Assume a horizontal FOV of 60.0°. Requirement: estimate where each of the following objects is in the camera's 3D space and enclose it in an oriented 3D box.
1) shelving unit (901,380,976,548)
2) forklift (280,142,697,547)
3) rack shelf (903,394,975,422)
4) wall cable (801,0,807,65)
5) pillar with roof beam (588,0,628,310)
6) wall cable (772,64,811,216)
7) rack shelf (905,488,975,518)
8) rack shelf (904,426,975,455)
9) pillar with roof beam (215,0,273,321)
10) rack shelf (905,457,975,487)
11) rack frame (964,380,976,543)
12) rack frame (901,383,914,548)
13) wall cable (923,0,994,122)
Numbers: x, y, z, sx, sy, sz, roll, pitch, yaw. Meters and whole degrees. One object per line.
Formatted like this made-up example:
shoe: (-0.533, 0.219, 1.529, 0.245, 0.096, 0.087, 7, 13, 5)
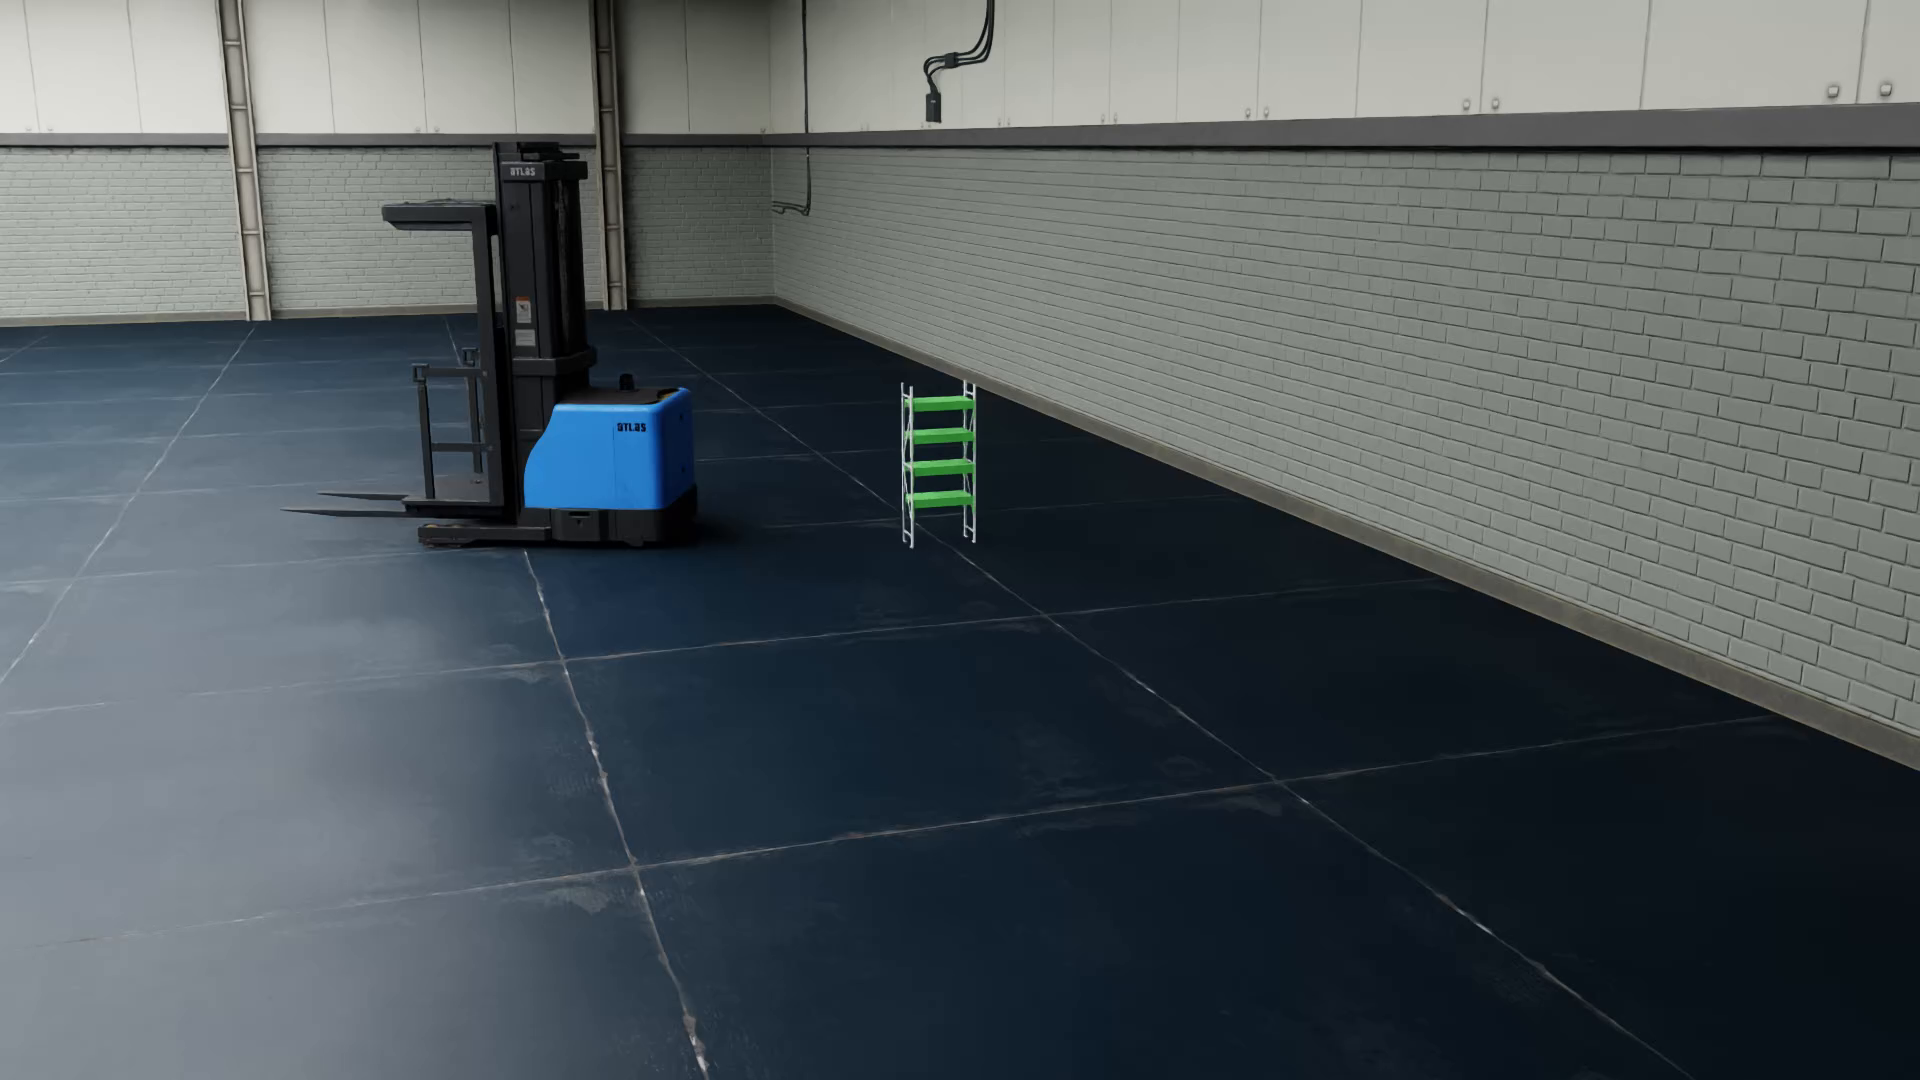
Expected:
shelving unit: (-0.157, -0.572, 12.399, 0.503, 1.200, 0.258, -4, 14, -18)
forklift: (-3.620, -1.491, 12.524, 3.031, 2.935, 1.130, 1, 13, 4)
rack shelf: (-0.157, -0.976, 12.303, 0.480, 0.148, 0.258, -4, 14, -18)
wall cable: (-2.187, -8.856, 26.172, 0.112, 2.526, 3.097, -4, 14, -18)
pillar with roof beam: (-4.891, -7.632, 25.227, 0.400, 9.000, 9.100, -4, 14, -18)
wall cable: (-3.050, -6.993, 29.251, 0.112, 2.526, 3.097, -4, 14, -18)
rack shelf: (-0.157, -0.276, 12.470, 0.480, 0.148, 0.258, -4, 14, -18)
rack shelf: (-0.157, -0.743, 12.358, 0.480, 0.148, 0.258, -4, 14, -18)
pillar with roof beam: (-10.578, -7.189, 23.366, 0.400, 9.000, 9.100, -4, 14, -18)
rack shelf: (-0.157, -0.509, 12.414, 0.480, 0.148, 0.258, -4, 14, -18)
rack frame: (0.074, -0.590, 12.475, 0.015, 1.200, 0.240, -4, 14, -18)
rack frame: (-0.388, -0.553, 12.323, 0.015, 1.200, 0.240, -4, 14, -18)
wall cable: (-0.037, -8.074, 19.740, 0.169, 6.003, 2.305, -4, 14, -18)
